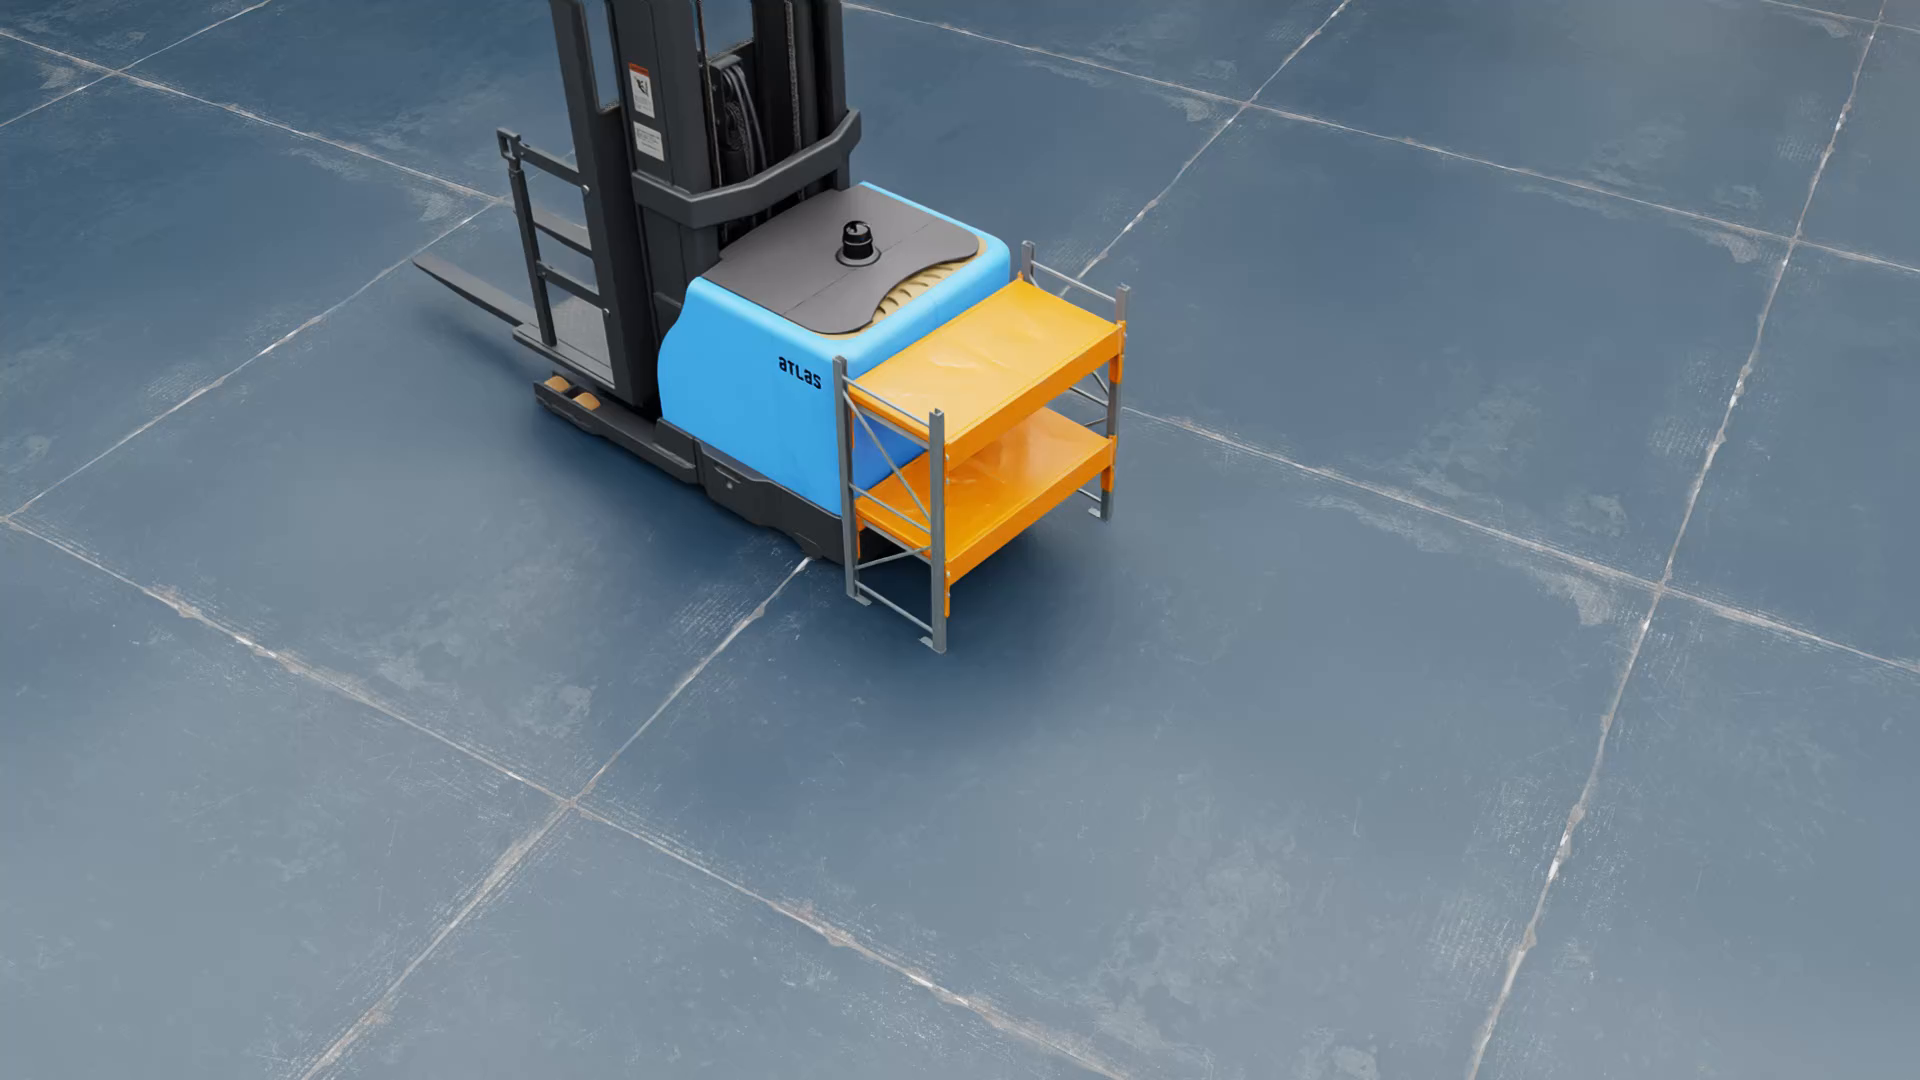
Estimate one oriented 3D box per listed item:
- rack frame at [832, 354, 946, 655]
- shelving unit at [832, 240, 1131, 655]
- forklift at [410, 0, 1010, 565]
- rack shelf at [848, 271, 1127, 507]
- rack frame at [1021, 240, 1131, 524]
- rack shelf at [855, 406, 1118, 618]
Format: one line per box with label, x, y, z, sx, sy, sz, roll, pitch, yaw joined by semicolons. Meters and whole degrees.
rack frame;-0.248;-0.107;6.020;0.500;1.125;0.032;31;50;30
shelving unit;0.092;-0.357;6.304;0.538;1.125;1.048;31;50;30
forklift;-1.249;-1.819;6.598;3.031;2.935;1.130;29;49;28
rack shelf;0.092;-0.577;6.111;0.538;0.278;1.000;31;50;30
rack frame;0.431;-0.607;6.588;0.500;1.125;0.032;31;50;30
rack shelf;0.092;-0.173;6.466;0.538;0.278;1.000;31;50;30
